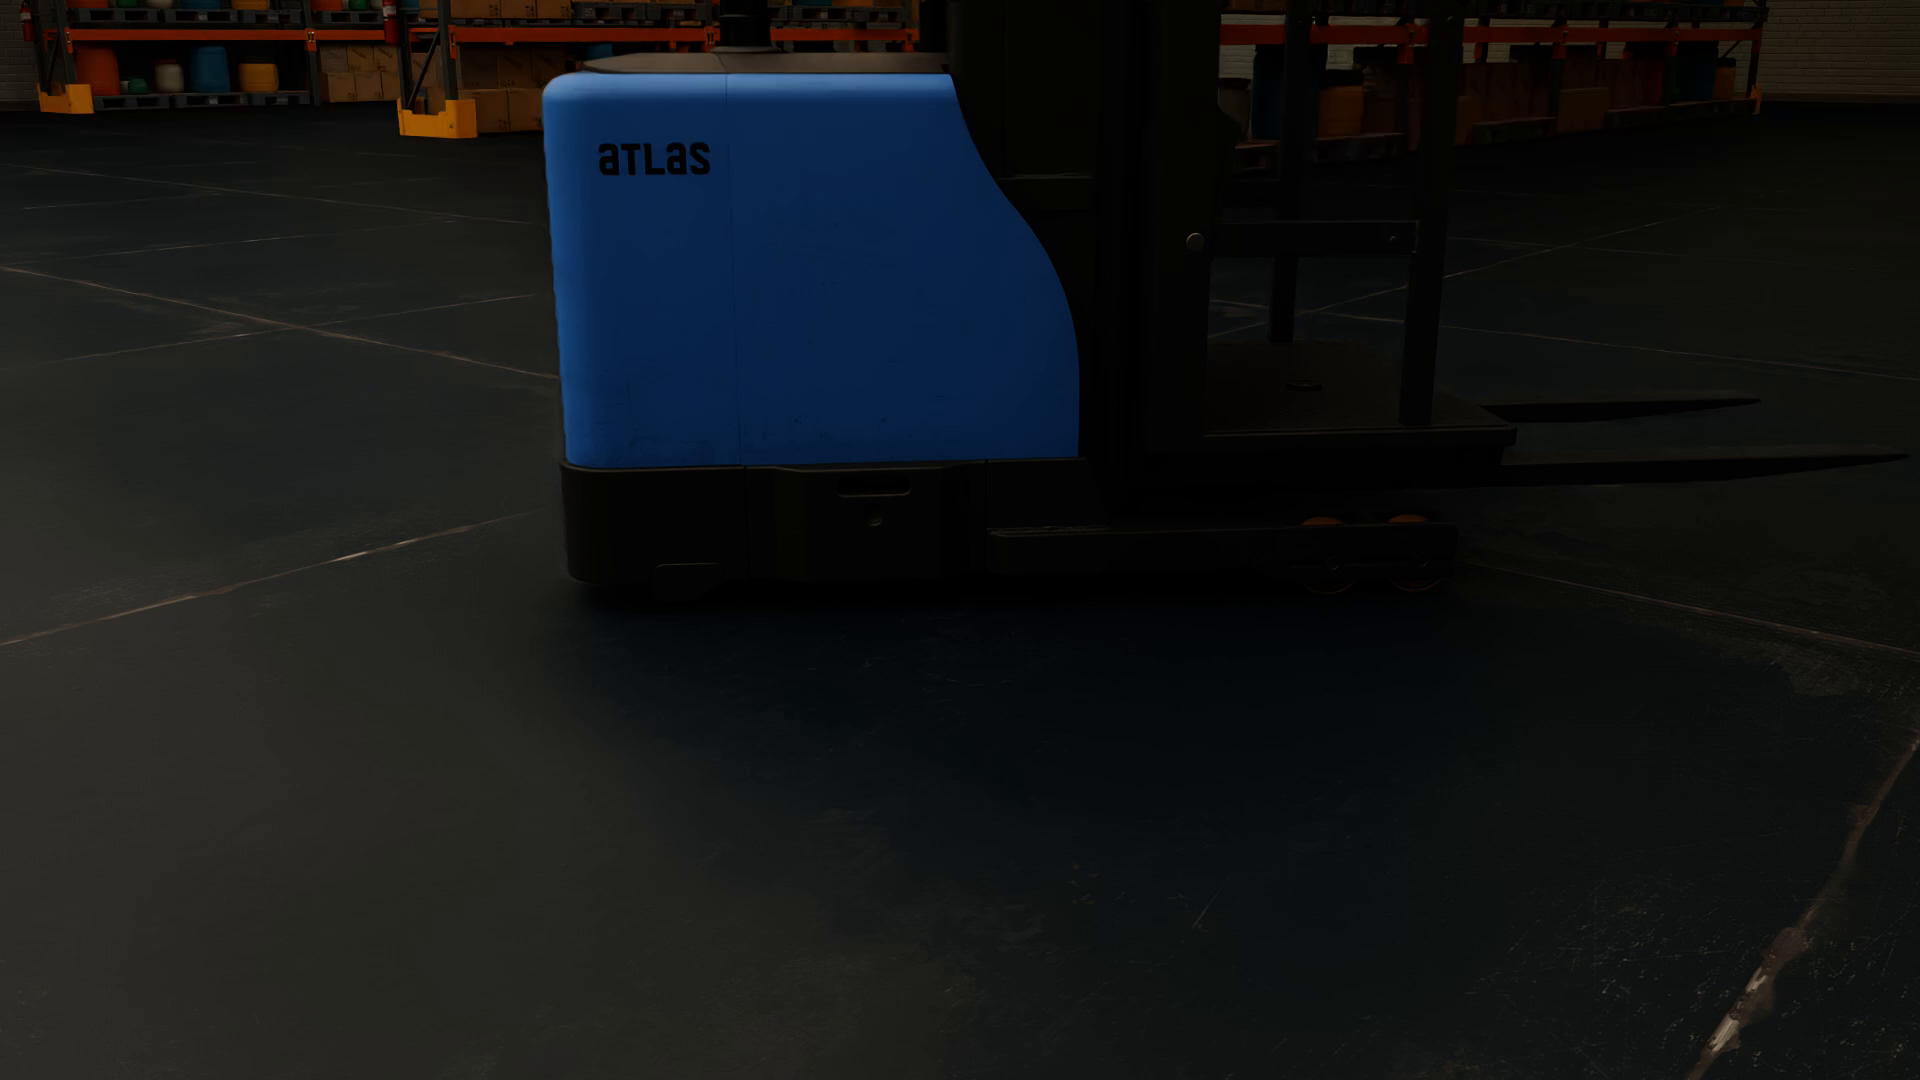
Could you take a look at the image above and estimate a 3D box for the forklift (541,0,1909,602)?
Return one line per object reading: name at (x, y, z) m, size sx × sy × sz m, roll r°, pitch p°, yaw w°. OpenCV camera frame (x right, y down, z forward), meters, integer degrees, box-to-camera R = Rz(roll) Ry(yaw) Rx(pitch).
forklift at (0.643, -1.436, 3.626) m, size 3.031 × 2.935 × 1.130 m, roll -2°, pitch 17°, yaw -6°
